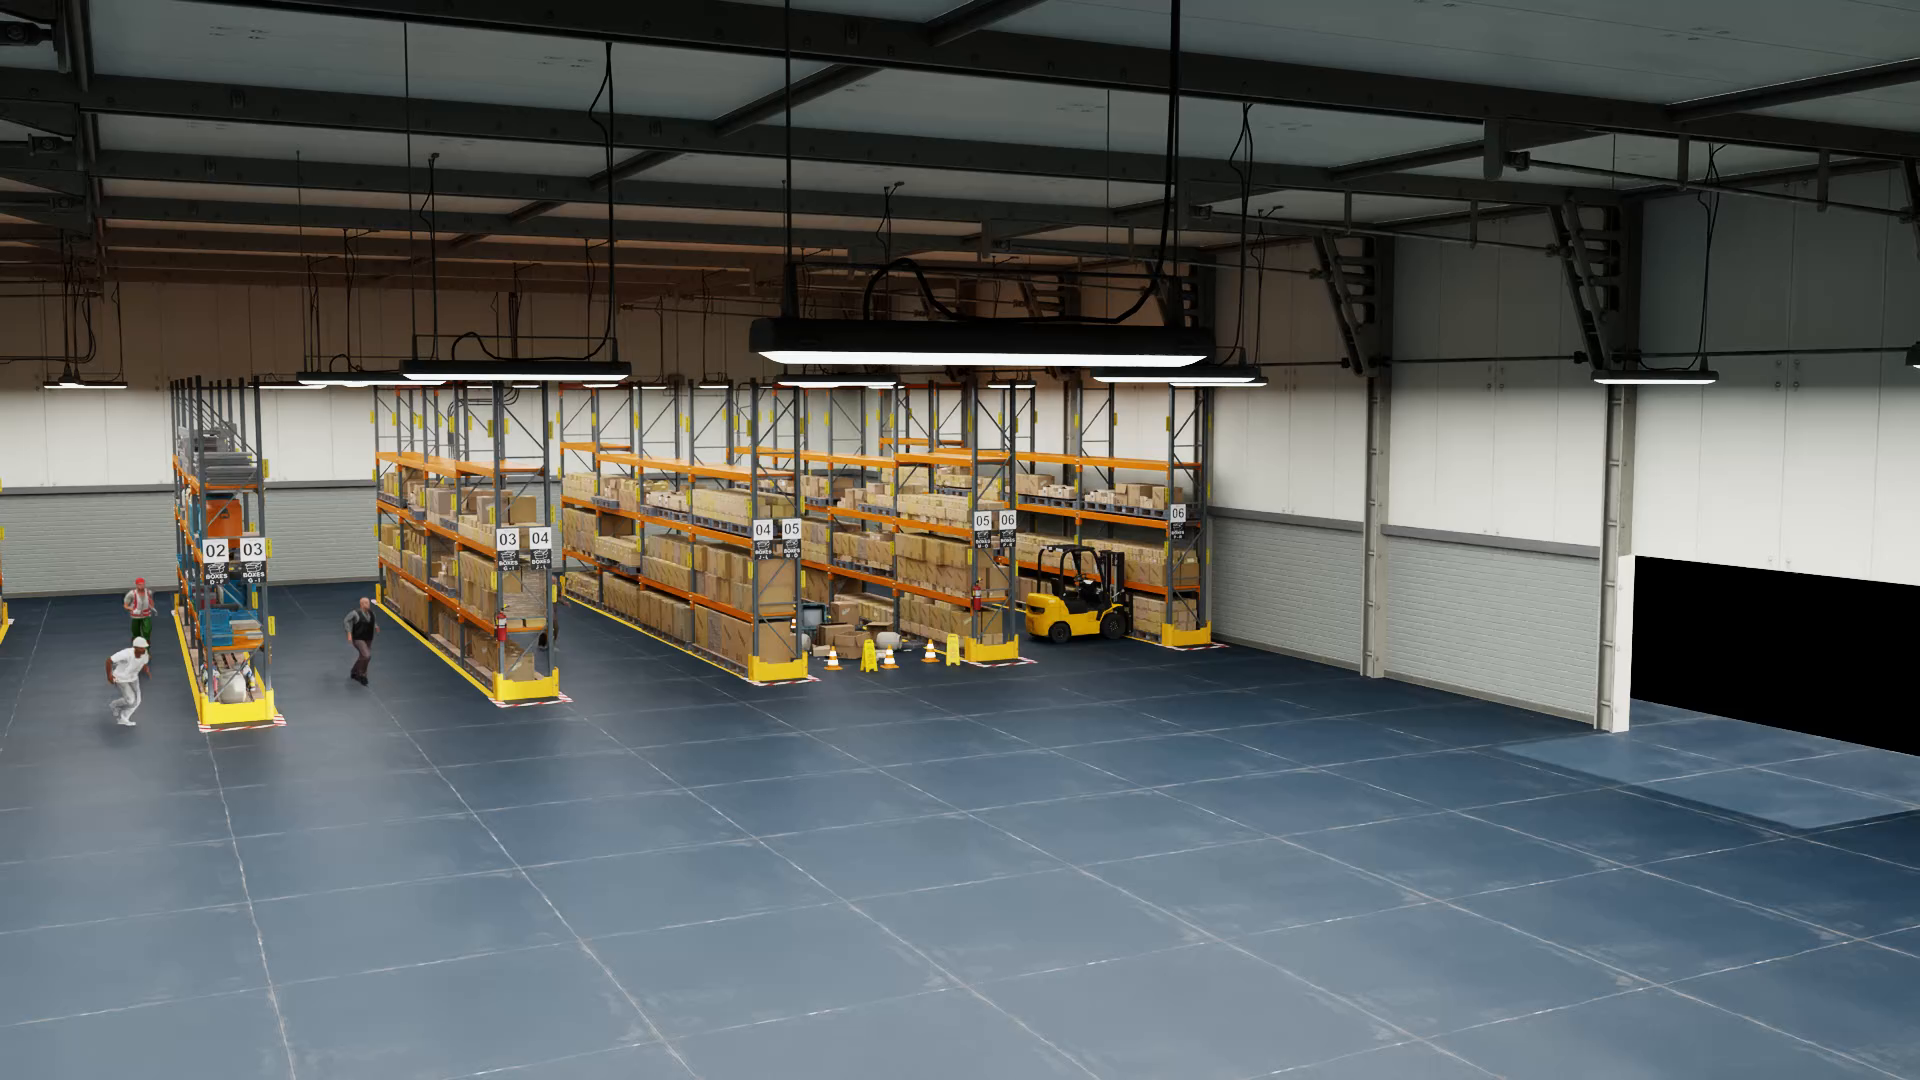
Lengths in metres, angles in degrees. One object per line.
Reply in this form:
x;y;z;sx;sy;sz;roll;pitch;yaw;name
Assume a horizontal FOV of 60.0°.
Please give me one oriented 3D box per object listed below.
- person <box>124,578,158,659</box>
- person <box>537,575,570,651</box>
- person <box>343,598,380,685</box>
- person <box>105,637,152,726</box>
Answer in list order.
-17.673;1.666;35.831;0.674;1.753;0.940;-4;6;-38;person
-9.039;1.629;36.815;0.875;1.738;0.705;1;5;10;person
-11.729;1.988;32.632;0.834;1.738;0.607;3;6;30;person
-14.235;2.422;28.434;0.906;1.563;0.730;2;6;23;person
